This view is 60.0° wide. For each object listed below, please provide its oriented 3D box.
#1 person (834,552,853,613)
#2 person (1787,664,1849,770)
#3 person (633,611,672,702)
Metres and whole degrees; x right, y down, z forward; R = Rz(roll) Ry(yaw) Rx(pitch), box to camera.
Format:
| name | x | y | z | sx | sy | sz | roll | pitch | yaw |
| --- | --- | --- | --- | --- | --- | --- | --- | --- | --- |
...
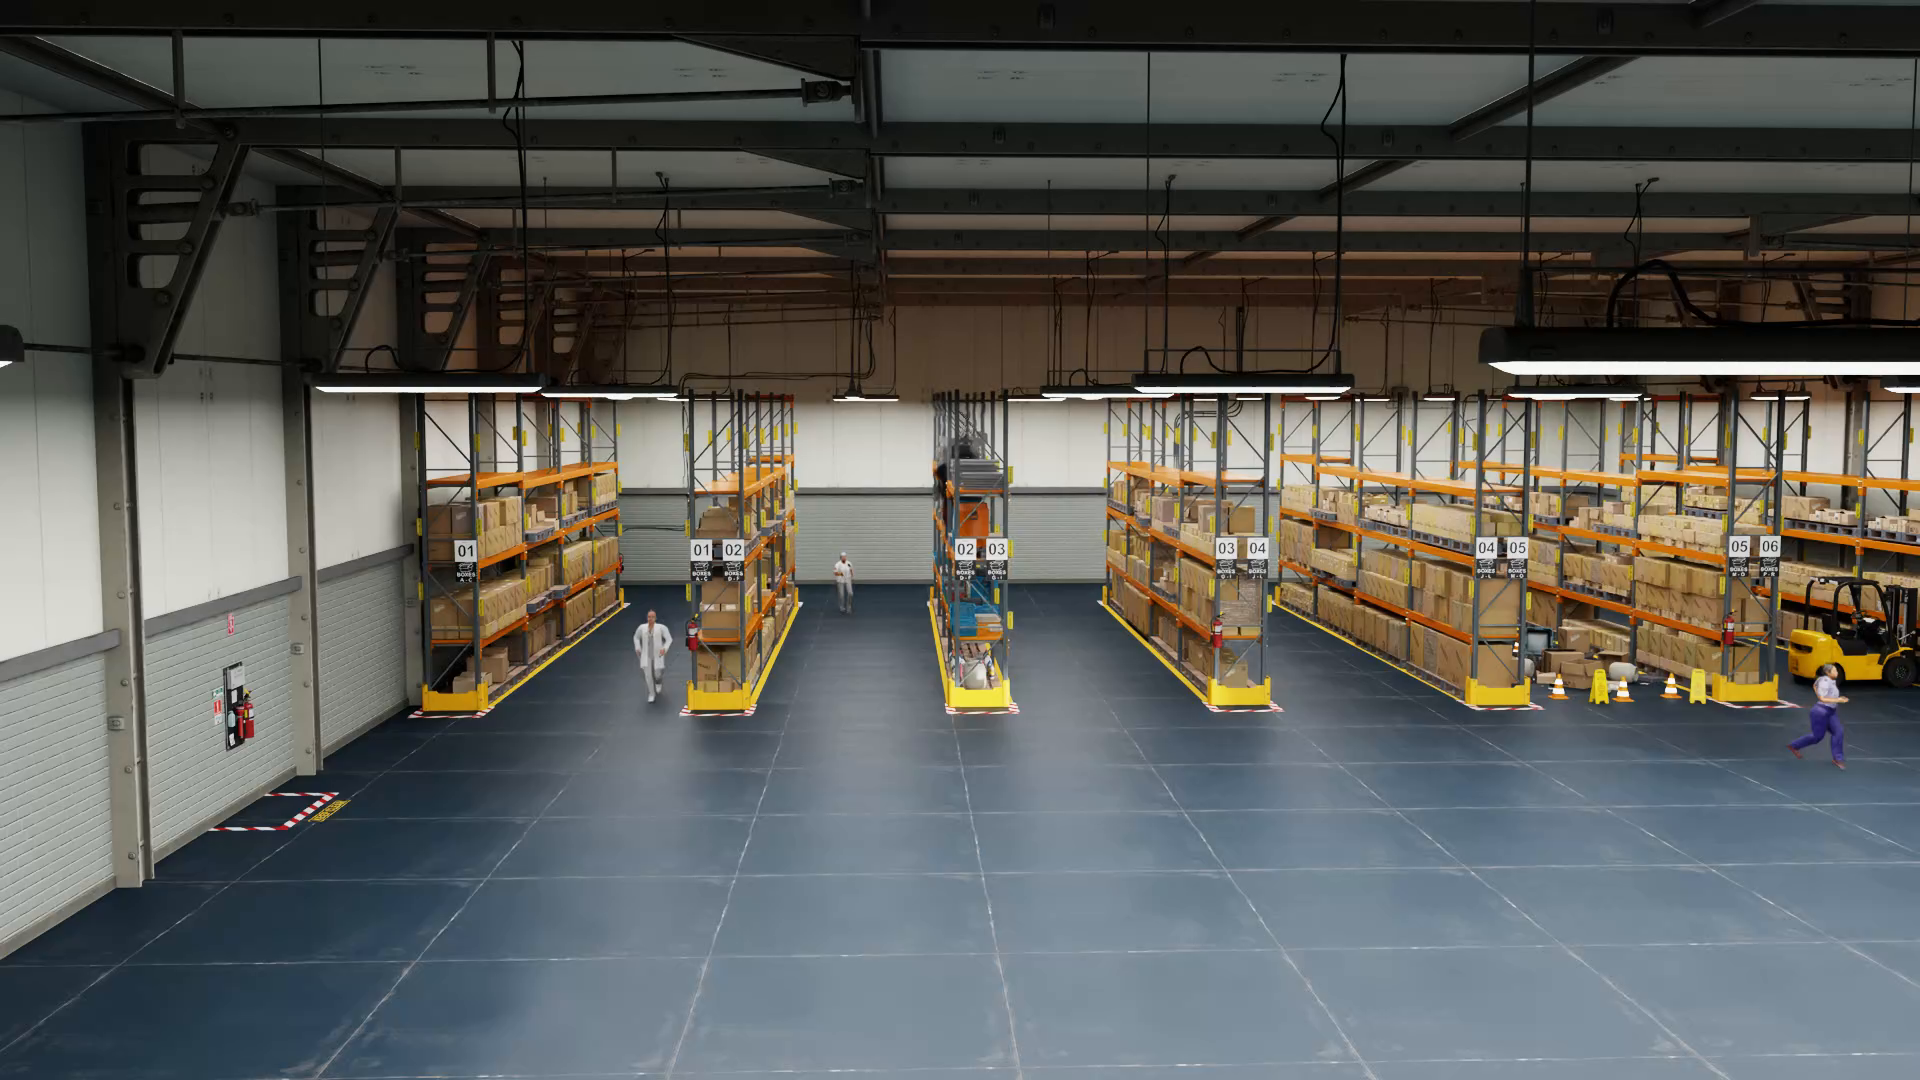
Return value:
| name | x | y | z | sx | sy | sz | roll | pitch | yaw |
| --- | --- | --- | --- | --- | --- | --- | --- | --- | --- |
| person | -3.178 | 1.187 | 45.657 | 0.580 | 1.696 | 0.703 | -1 | 5 | -15 |
| person | 13.627 | 2.761 | 26.298 | 0.863 | 1.640 | 0.619 | 4 | 6 | 41 |
| person | -5.941 | 2.229 | 32.133 | 0.749 | 1.735 | 0.834 | 0 | 5 | -3 |
